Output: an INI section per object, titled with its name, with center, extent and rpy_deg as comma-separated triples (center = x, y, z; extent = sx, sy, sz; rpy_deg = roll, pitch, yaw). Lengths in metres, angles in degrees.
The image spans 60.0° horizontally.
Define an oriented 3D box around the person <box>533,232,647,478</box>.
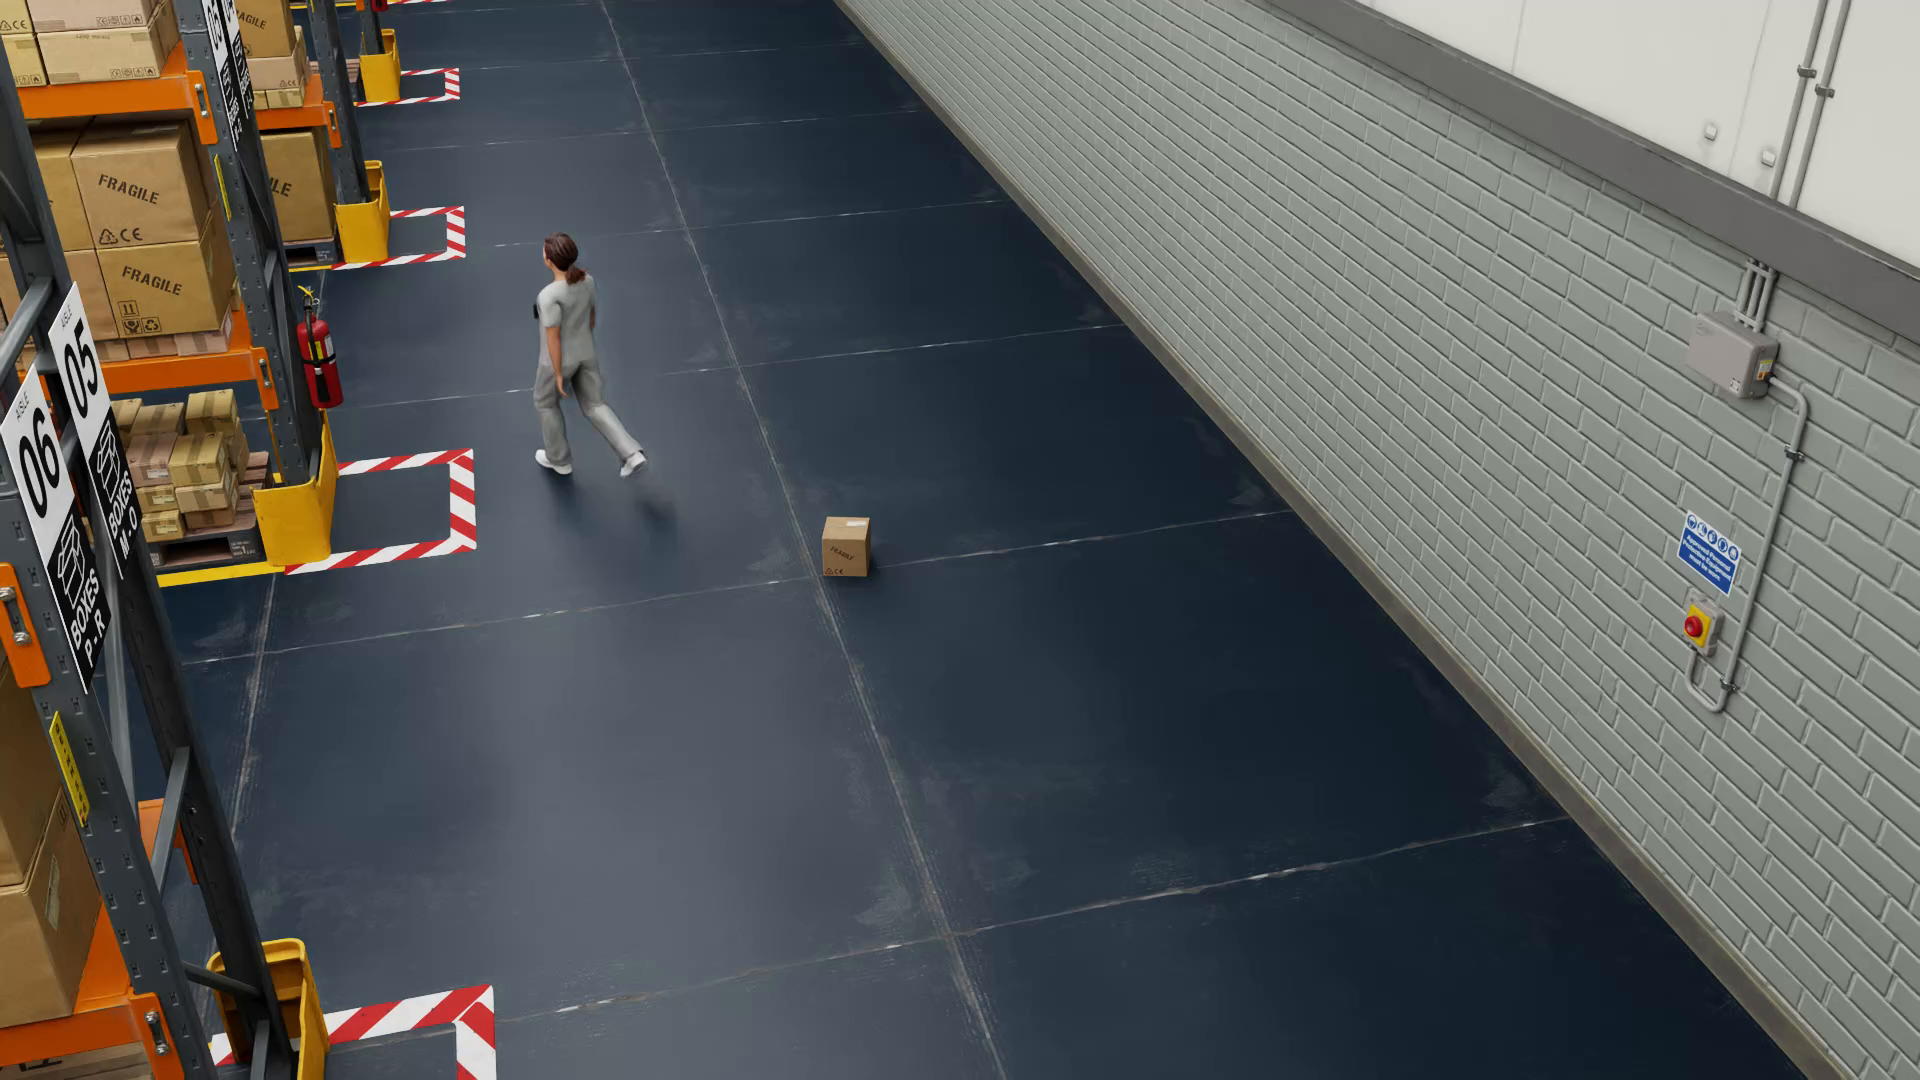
[person]
center = -2.335, -1.093, 10.097
extent = 0.906, 1.628, 0.446
rpy_deg = 22, 37, 33
